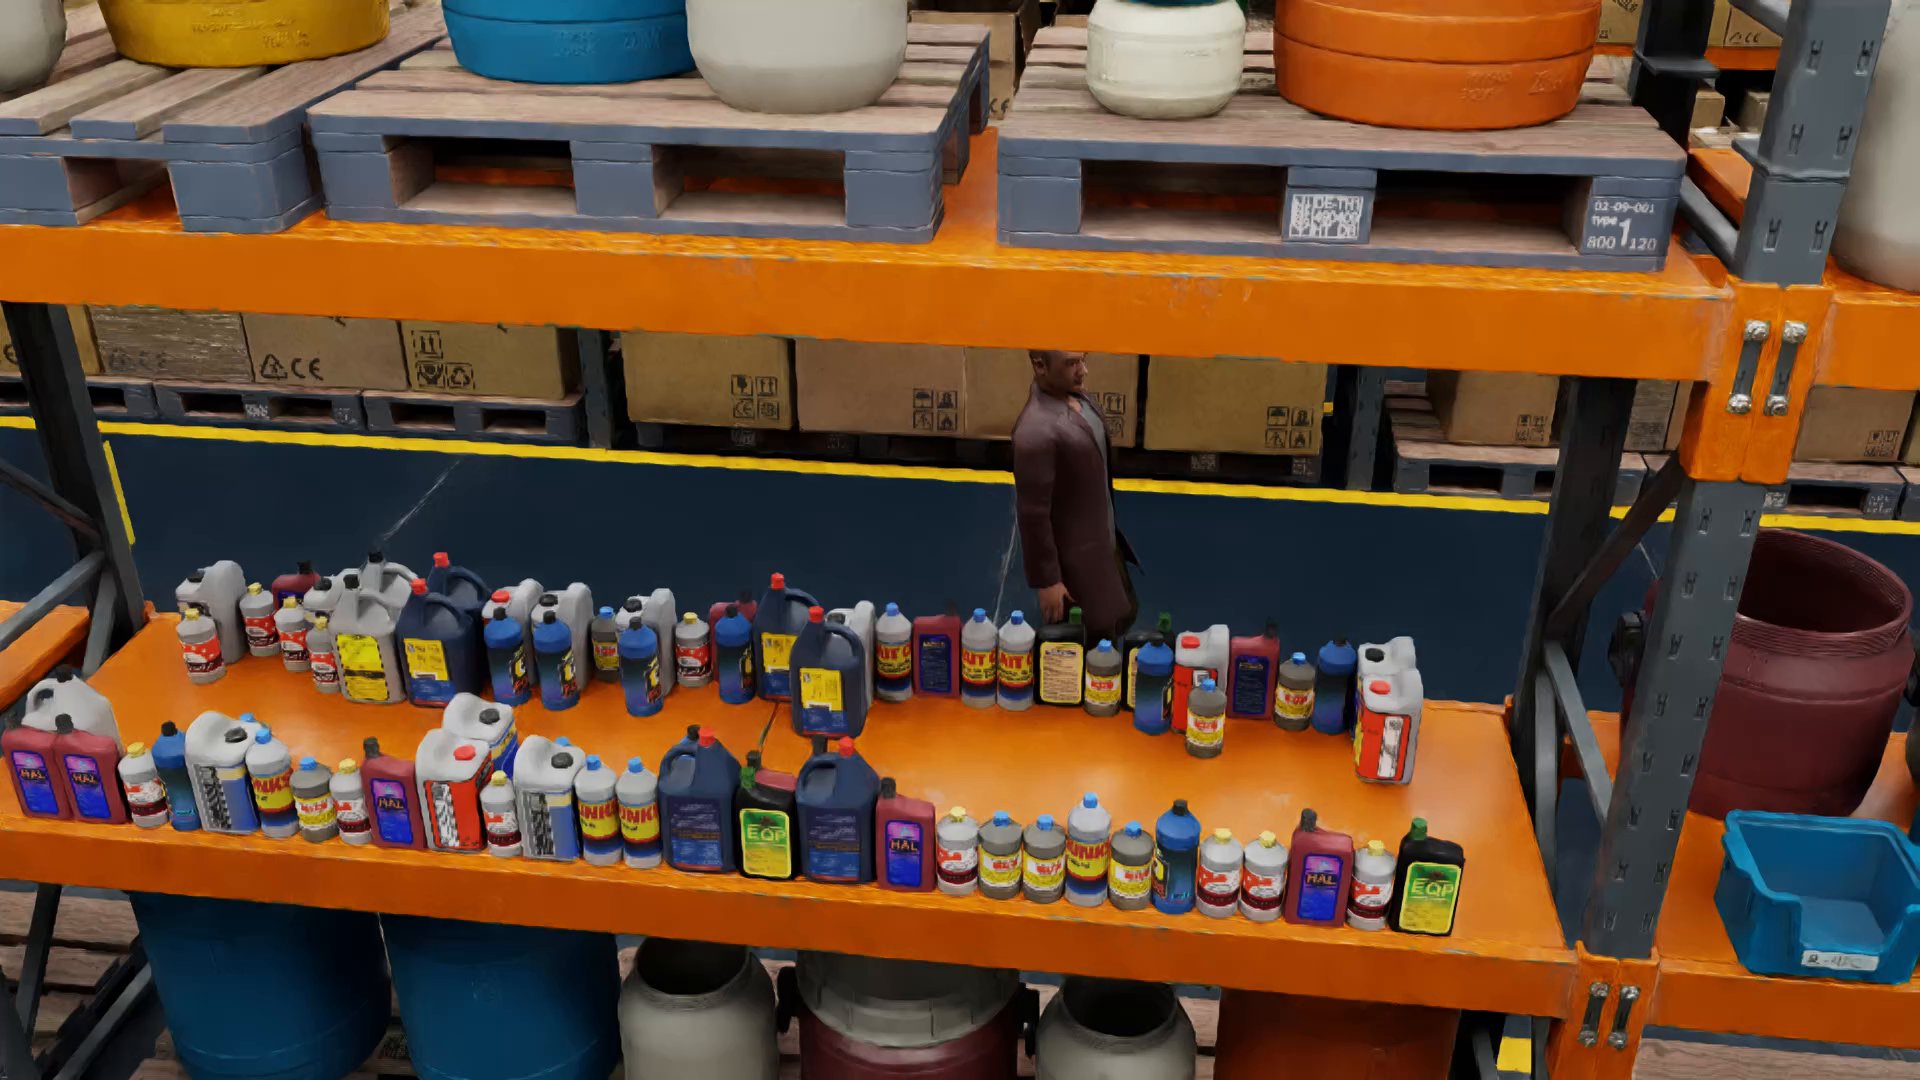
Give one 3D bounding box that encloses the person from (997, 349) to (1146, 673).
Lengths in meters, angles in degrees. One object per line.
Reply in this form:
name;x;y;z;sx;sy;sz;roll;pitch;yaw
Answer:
person;0.453;0.044;6.056;0.725;1.772;0.617;8;29;14
